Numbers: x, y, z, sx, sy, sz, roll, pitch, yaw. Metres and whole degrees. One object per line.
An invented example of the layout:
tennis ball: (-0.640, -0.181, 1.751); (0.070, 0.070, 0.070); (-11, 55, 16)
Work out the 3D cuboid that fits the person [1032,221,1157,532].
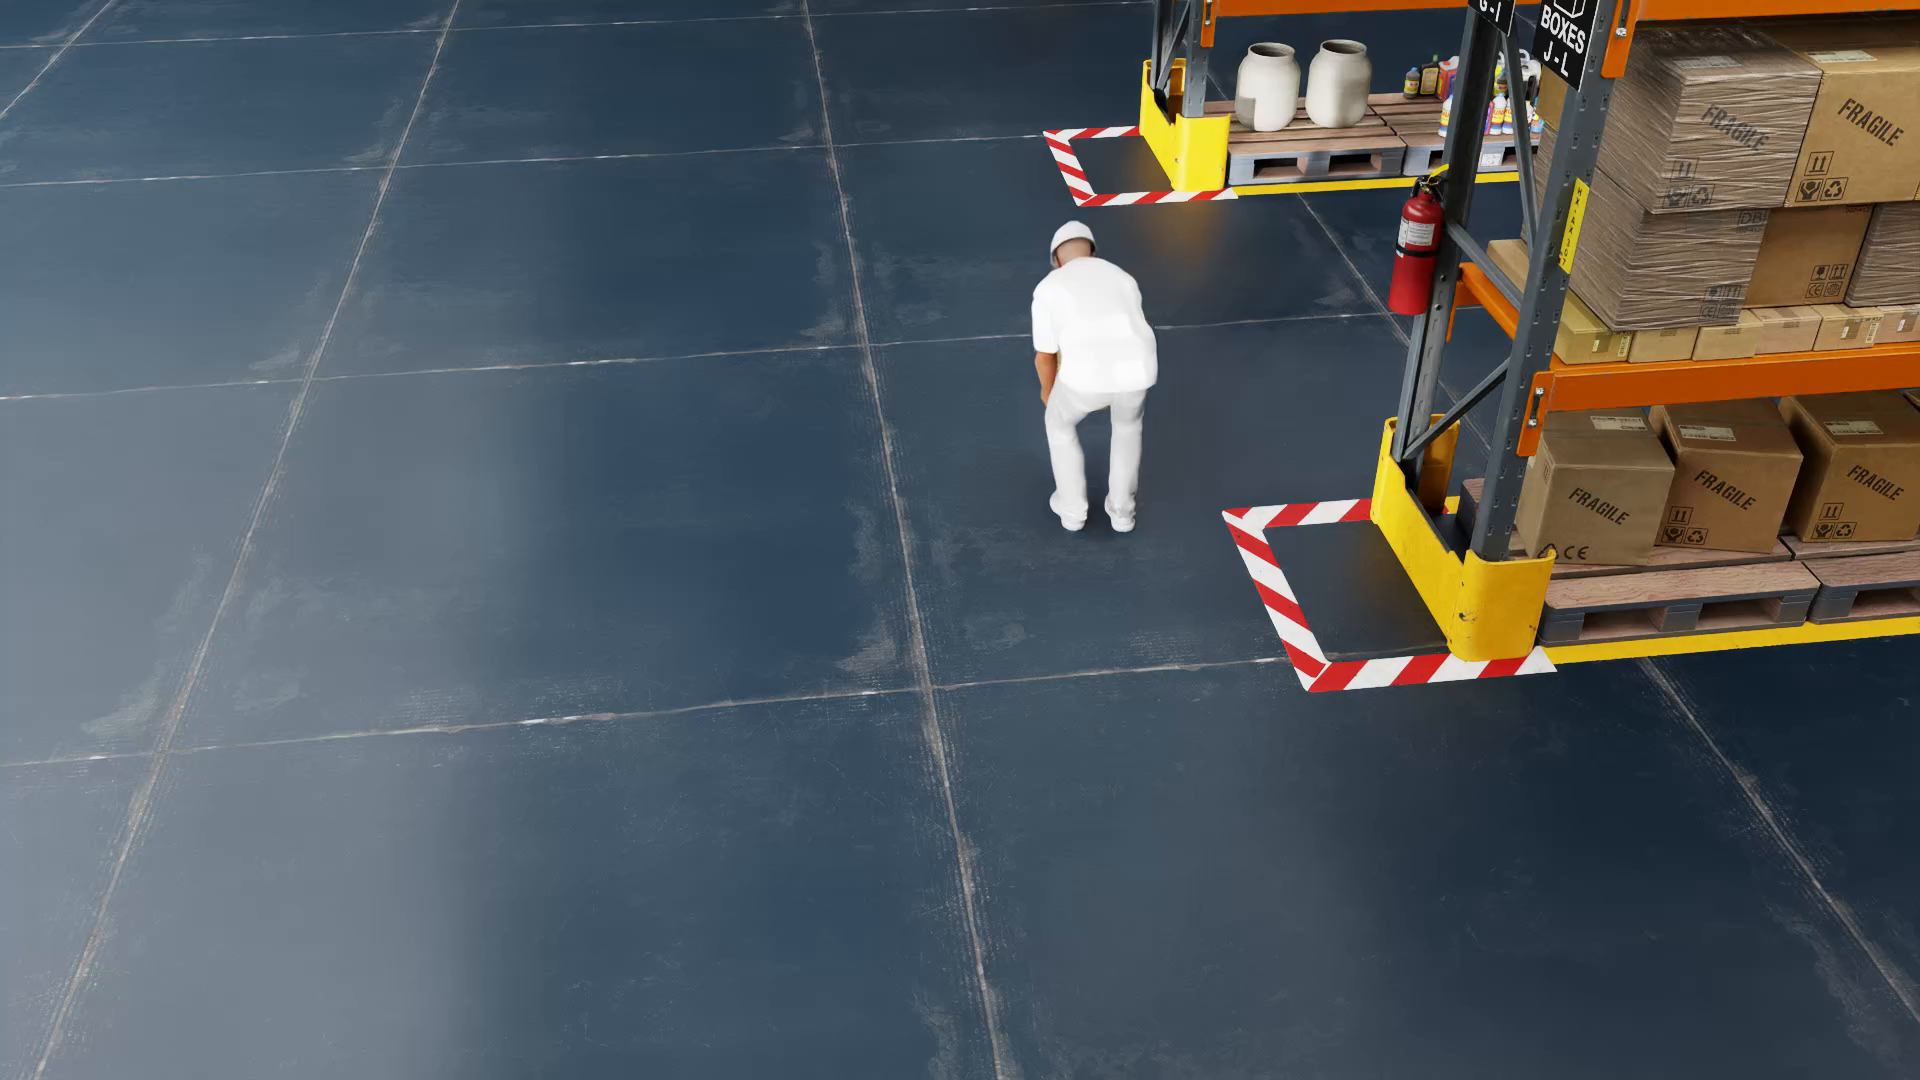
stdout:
person: (0.580, -0.729, 7.627); (0.496, 1.255, 0.940); (-6, 35, -8)
